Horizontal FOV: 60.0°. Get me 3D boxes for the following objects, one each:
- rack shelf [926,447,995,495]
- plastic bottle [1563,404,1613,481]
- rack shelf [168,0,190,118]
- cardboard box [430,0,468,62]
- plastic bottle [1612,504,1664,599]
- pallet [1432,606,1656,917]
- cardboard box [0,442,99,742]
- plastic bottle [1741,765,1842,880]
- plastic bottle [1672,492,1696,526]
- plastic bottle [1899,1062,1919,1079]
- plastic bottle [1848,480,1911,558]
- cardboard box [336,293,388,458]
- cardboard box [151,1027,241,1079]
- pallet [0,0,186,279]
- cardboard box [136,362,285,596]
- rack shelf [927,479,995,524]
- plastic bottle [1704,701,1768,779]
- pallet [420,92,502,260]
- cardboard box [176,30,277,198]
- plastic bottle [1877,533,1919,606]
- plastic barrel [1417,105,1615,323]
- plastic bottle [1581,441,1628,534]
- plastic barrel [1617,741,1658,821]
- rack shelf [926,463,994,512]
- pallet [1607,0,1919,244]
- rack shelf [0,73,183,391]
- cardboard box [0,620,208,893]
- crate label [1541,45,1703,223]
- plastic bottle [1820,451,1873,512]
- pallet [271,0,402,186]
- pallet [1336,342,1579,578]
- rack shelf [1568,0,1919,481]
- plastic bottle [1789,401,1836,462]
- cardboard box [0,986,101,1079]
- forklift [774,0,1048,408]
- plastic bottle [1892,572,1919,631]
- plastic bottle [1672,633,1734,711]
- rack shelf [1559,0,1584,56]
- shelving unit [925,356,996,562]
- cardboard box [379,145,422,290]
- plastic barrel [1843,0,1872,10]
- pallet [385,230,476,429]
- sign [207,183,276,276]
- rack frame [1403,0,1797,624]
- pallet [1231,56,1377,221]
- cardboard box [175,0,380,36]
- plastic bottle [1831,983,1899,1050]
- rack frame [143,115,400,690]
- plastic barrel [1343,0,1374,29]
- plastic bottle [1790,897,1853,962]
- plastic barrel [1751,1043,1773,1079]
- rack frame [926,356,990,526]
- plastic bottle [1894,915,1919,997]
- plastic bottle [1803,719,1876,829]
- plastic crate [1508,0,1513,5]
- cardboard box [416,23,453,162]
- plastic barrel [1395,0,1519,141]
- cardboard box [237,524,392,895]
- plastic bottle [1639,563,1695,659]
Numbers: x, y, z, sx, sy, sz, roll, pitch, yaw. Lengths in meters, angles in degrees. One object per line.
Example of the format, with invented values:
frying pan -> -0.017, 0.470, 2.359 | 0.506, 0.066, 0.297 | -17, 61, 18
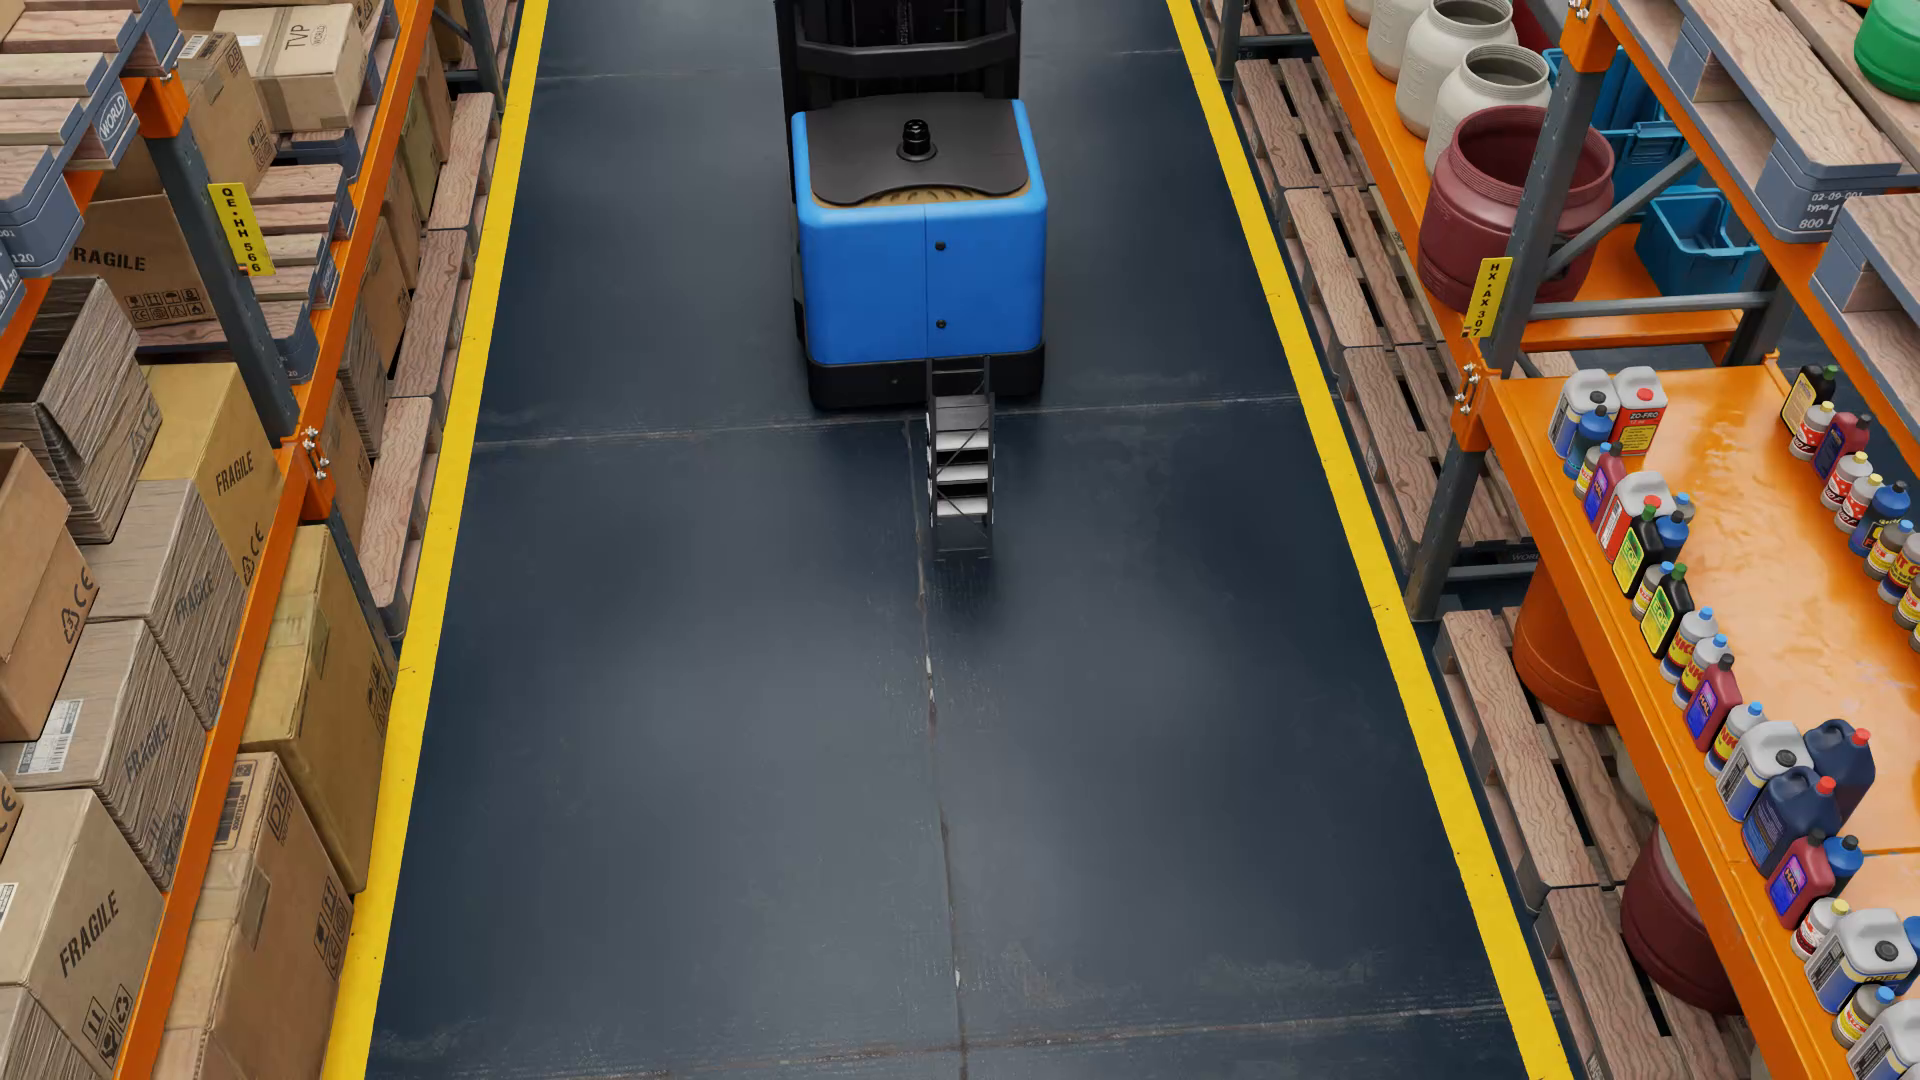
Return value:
rack shelf -> 0.001, -0.281, 6.578 | 0.258, 0.077, 0.200 | -3, 47, -3
plastic bottle -> 1.972, -0.313, 5.205 | 0.097, 0.271, 0.097 | 0, 47, 0
rack shelf -> -2.827, -2.705, 5.812 | 1.077, 0.370, 4.000 | -3, 47, -3
cardboard box -> -2.988, -2.945, 9.042 | 0.500, 0.500, 0.500 | -5, 47, -5
plastic bottle -> 1.994, 0.032, 4.871 | 0.061, 0.283, 0.133 | -3, 47, -3
pallet -> 2.383, 0.751, 6.029 | 1.003, 0.211, 1.213 | -3, 47, -3
cardboard box -> -2.563, 0.148, 3.921 | 0.797, 0.503, 0.637 | -3, 47, -2
plastic bottle -> 2.115, 0.694, 4.198 | 0.144, 0.351, 0.185 | -3, 47, -3
plastic bottle -> 2.151, -0.061, 5.015 | 0.097, 0.201, 0.097 | 0, 47, 0
plastic bottle -> 2.183, 1.267, 3.706 | 0.152, 0.276, 0.135 | -3, 47, -3
plastic bottle -> 2.762, -0.072, 4.977 | 0.097, 0.271, 0.097 | 0, 47, 0
cardboard box -> -2.795, -0.650, 6.855 | 0.700, 0.500, 0.500 | -7, 47, -7
cardboard box -> -2.474, 1.898, 4.197 | 1.225, 0.875, 0.875 | -5, 47, -5
pallet -> -2.553, -0.978, 3.811 | 1.213, 0.211, 1.003 | -2, 47, -1
cardboard box -> -2.372, -0.167, 4.910 | 0.500, 0.500, 0.500 | -2, 47, -2
rack shelf -> 0.001, -0.157, 6.709 | 0.258, 0.077, 0.200 | -3, 47, -3
plastic bottle -> 2.069, 0.523, 4.414 | 0.097, 0.271, 0.097 | 0, 47, 0
pallet -> -2.928, -1.846, 8.490 | 1.003, 0.211, 1.213 | -3, 47, -3
cardboard box -> -2.891, -1.439, 5.825 | 0.700, 0.500, 0.500 | 3, 47, 3
plastic bottle -> 2.778, 0.069, 4.844 | 0.097, 0.271, 0.097 | 0, 47, 0
plastic barrel -> 1.935, -1.139, 5.806 | 0.600, 0.536, 0.708 | -3, 47, -3
plastic bottle -> 1.972, -0.162, 5.054 | 0.061, 0.283, 0.133 | -3, 47, -3
plastic barrel -> 2.470, 0.692, 5.590 | 0.421, 0.512, 0.421 | 0, 47, 0
rack shelf -> 0.001, -0.219, 6.644 | 0.258, 0.077, 0.200 | -3, 47, -3
pallet -> 2.242, -1.182, 4.005 | 1.003, 0.211, 1.213 | -3, 47, -3
rack shelf -> -2.493, 0.189, 3.071 | 1.077, 0.370, 4.000 | -3, 47, -3
cardboard box -> -2.289, 0.570, 4.212 | 0.500, 0.500, 0.500 | -5, 47, -5
crate label -> 2.462, -1.523, 6.238 | 0.502, 0.435, 0.616 | -3, 47, -3
plastic bottle -> 2.745, -0.189, 5.136 | 0.097, 0.201, 0.097 | 0, 47, 0
pallet -> -2.866, -1.838, 6.693 | 1.003, 0.211, 1.213 | -3, 47, -3
pallet -> 2.249, -0.379, 7.100 | 1.003, 0.211, 1.213 | -3, 47, -3
rack shelf -> 2.443, -0.112, 3.357 | 1.077, 0.370, 4.000 | -3, 47, -3
plastic bottle -> 2.726, -0.356, 5.294 | 0.097, 0.201, 0.097 | 0, 47, 0
cardboard box -> -2.199, 1.312, 3.510 | 0.500, 0.500, 0.500 | -4, 47, -4
forklift -> -0.299, -2.666, 7.392 | 1.130, 2.935, 3.031 | -4, 47, -4
plastic bottle -> 2.786, 0.163, 4.803 | 0.097, 0.201, 0.097 | 0, 47, 0
plastic bottle -> 2.049, 0.356, 4.572 | 0.097, 0.271, 0.097 | 0, 47, 0
rack shelf -> 2.108, -3.006, 6.097 | 1.077, 0.370, 4.000 | -3, 47, -3
shelving unit -> 0.001, -0.304, 6.554 | 0.258, 0.900, 0.210 | -3, 47, -3
cardboard box -> -2.896, -1.464, 7.625 | 0.700, 0.500, 0.500 | -7, 47, -7
plastic barrel -> 2.320, -1.688, 3.768 | 0.600, 0.830, 0.708 | -3, 47, -3
pallet -> -2.823, -0.962, 7.652 | 1.003, 0.211, 1.213 | -3, 47, -3
sign -> -2.107, -0.909, 4.884 | 0.100, 0.325, 0.005 | -3, 47, -3
rack frame -> 2.276, -0.775, 5.555 | 1.000, 3.000, 0.127 | -3, 47, -3
pallet -> 2.045, -2.145, 8.772 | 1.003, 0.211, 1.213 | -3, 47, -3
cardboard box -> -2.758, -2.300, 6.638 | 0.797, 0.503, 0.637 | 1, 47, 1
plastic bottle -> 2.134, 1.113, 3.904 | 0.097, 0.201, 0.097 | 0, 47, 0
rack frame -> -2.660, -0.474, 5.270 | 1.000, 3.000, 0.127 | -3, 47, -3
plastic barrel -> 1.864, -2.480, 7.075 | 0.433, 0.535, 0.433 | 0, 47, 0
plastic bottle -> 2.115, 0.945, 4.062 | 0.097, 0.201, 0.097 | 0, 47, 0
plastic barrel -> 2.564, 1.509, 4.816 | 0.421, 0.512, 0.421 | 0, 47, 0
rack frame -> -0.008, -0.377, 6.624 | 0.240, 0.900, 0.006 | -3, 47, -3
plastic bottle -> 2.275, 0.982, 3.979 | 0.097, 0.271, 0.097 | 0, 47, 0
plastic bottle -> 2.256, 0.587, 4.299 | 0.144, 0.351, 0.185 | -3, 47, -3
plastic crate -> 2.368, -2.354, 7.196 | 0.450, 0.188, 0.662 | -3, 47, -3
cardboard box -> -2.965, -2.215, 8.336 | 0.700, 0.500, 0.500 | -7, 47, -6
plastic barrel -> 1.941, -1.850, 6.495 | 0.421, 0.512, 0.421 | 0, 47, 0
cardboard box -> -2.623, 0.612, 5.415 | 1.225, 0.875, 0.875 | -5, 47, -5
plastic bottle -> 2.014, 0.199, 4.713 | 0.061, 0.283, 0.133 | -3, 47, -3
